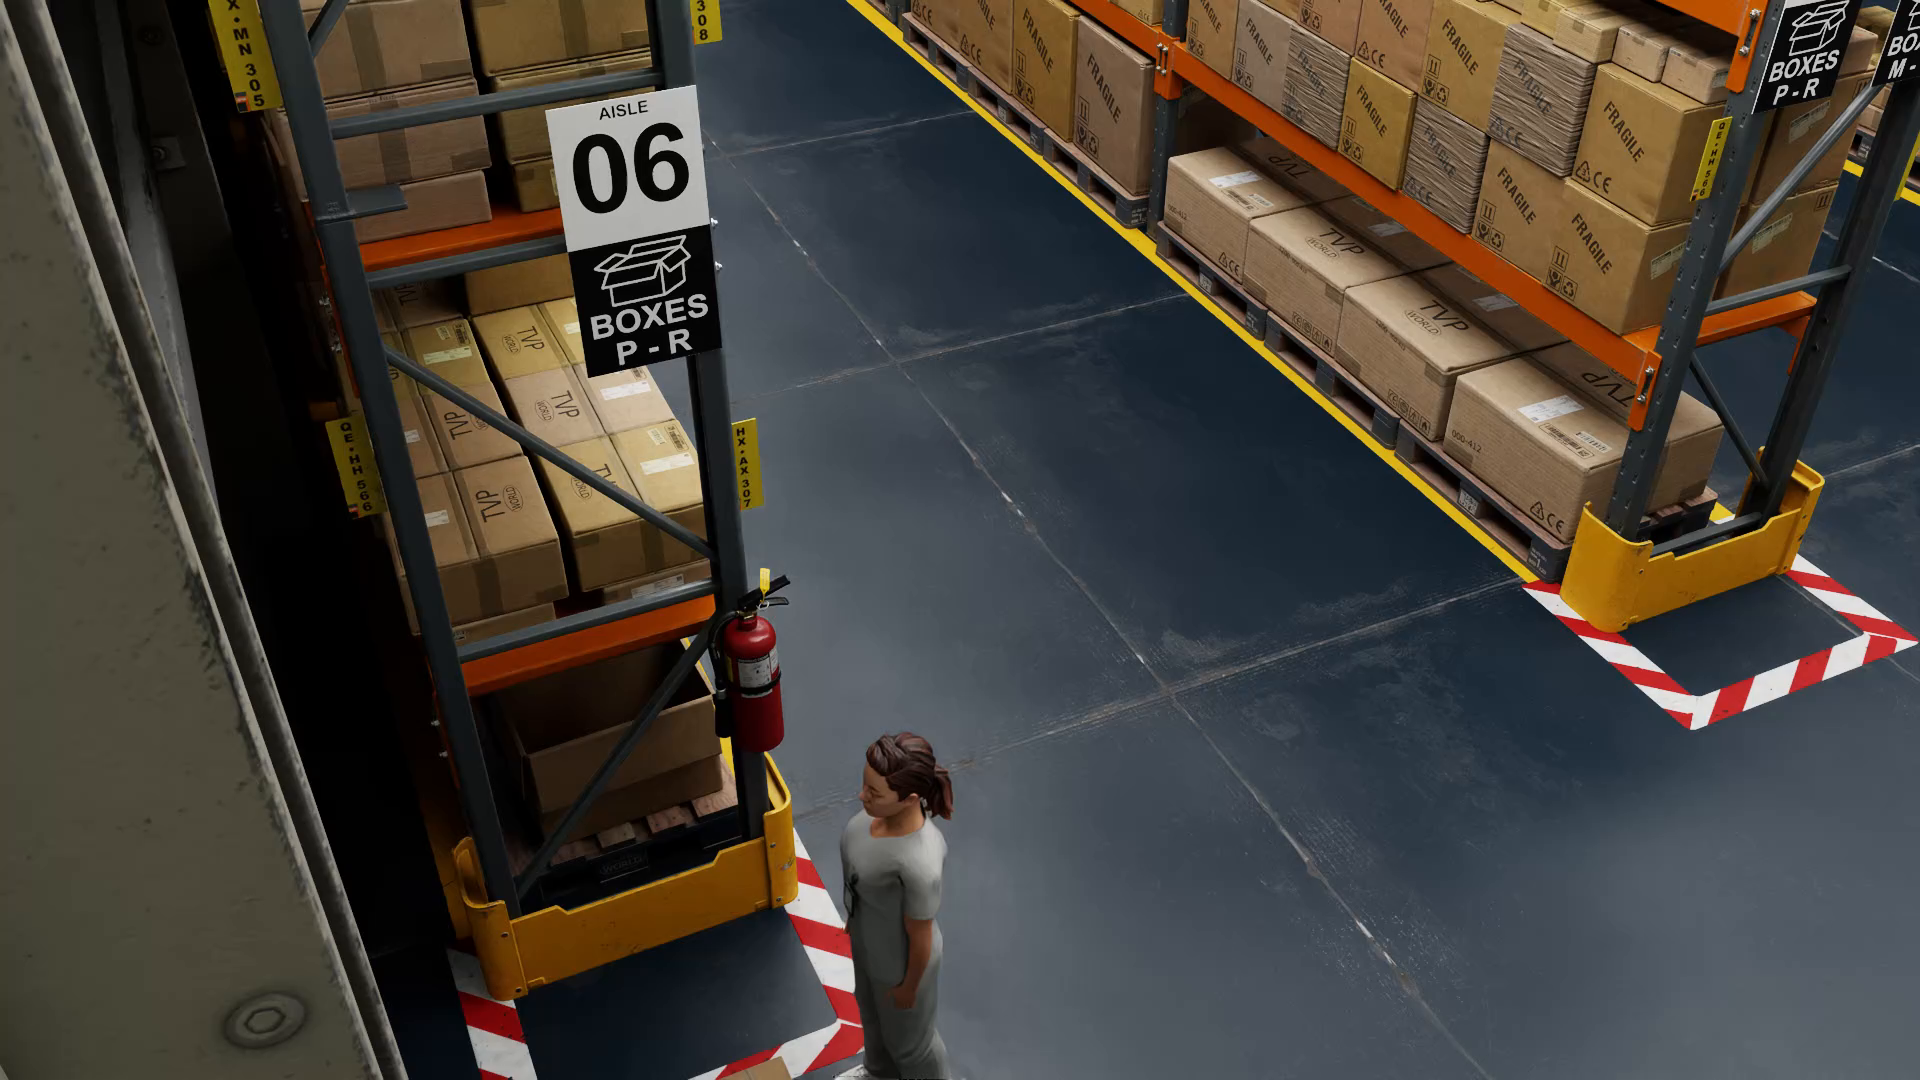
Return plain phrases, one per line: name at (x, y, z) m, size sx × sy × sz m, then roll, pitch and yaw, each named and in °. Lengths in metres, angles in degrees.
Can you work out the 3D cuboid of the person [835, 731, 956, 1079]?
person at (-0.202, 1.249, 5.069) m, size 0.407 × 1.728 × 0.442 m, roll -11°, pitch 39°, yaw -15°
